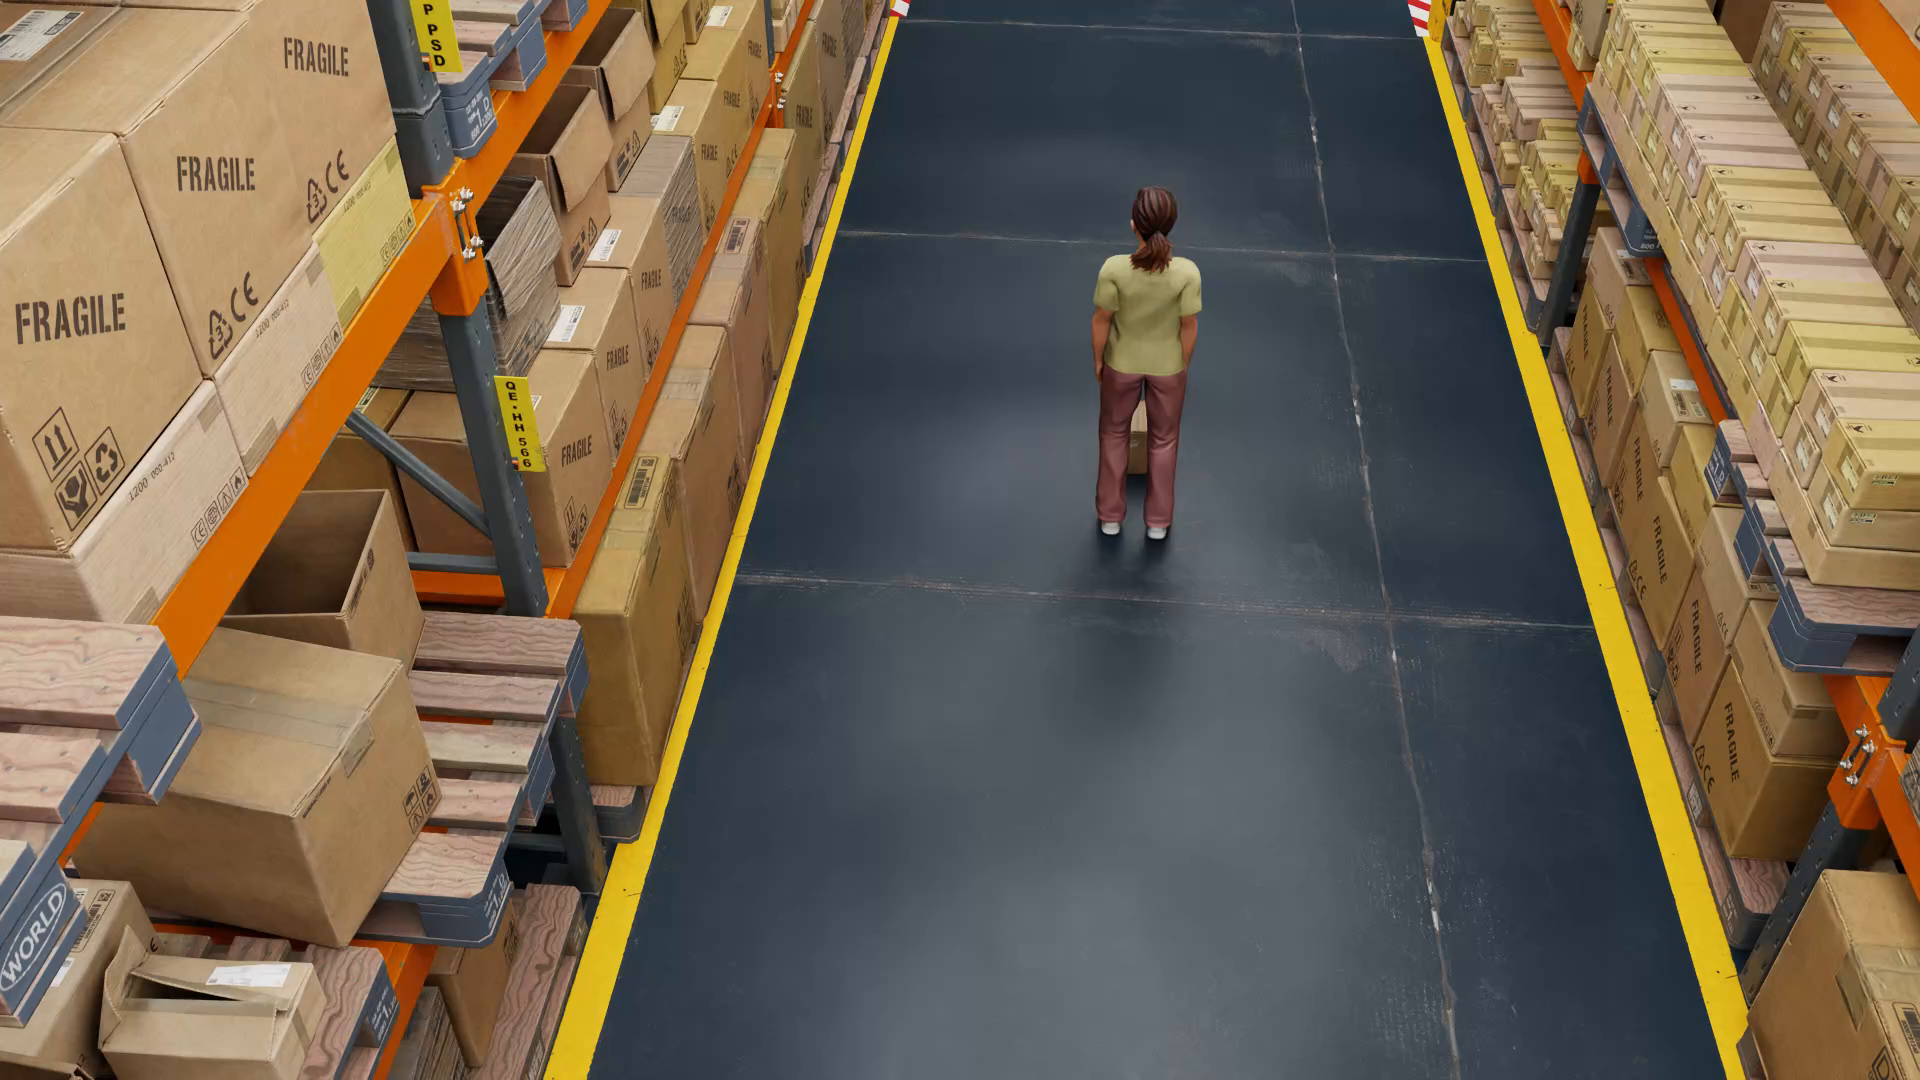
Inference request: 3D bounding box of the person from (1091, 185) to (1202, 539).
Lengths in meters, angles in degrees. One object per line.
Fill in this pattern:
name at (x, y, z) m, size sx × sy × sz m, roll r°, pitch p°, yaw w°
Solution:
person at (0.767, -0.729, 7.028) m, size 0.443 × 1.670 × 0.348 m, roll 4°, pitch 40°, yaw 5°
